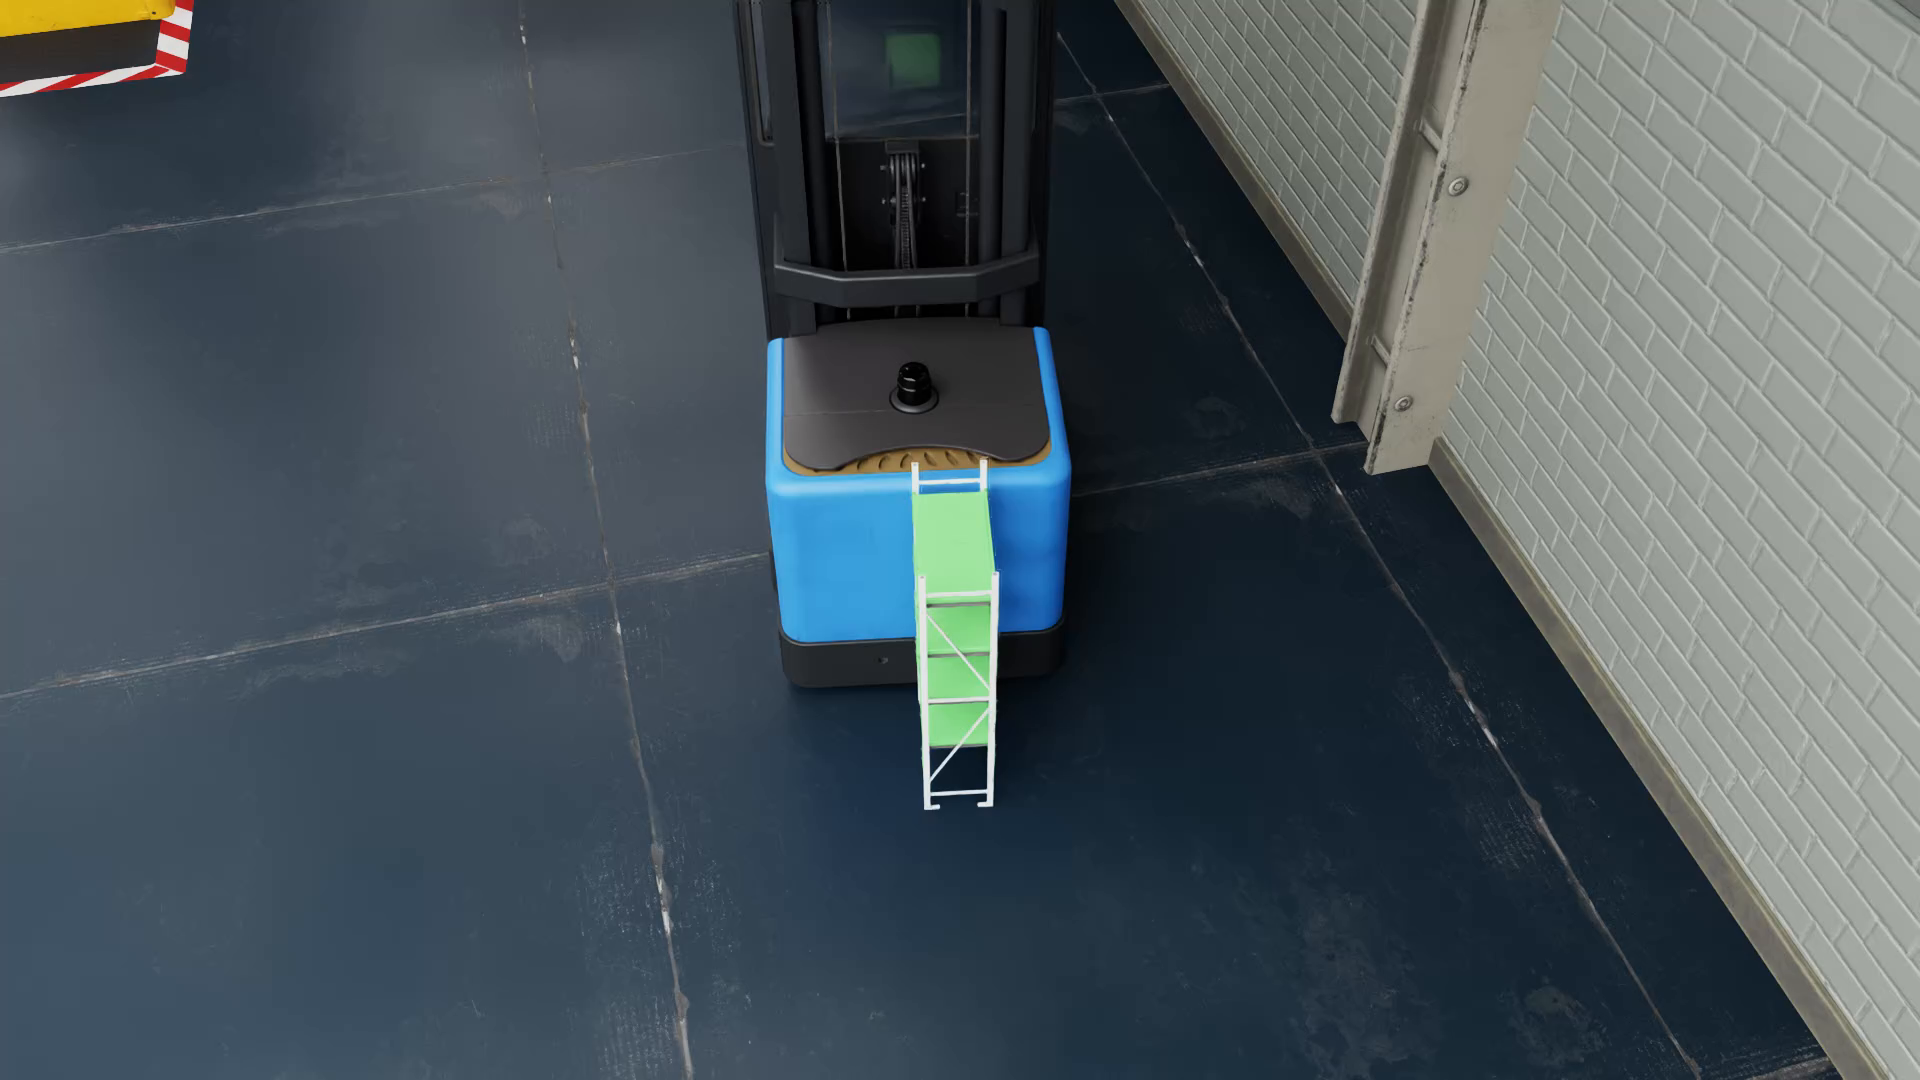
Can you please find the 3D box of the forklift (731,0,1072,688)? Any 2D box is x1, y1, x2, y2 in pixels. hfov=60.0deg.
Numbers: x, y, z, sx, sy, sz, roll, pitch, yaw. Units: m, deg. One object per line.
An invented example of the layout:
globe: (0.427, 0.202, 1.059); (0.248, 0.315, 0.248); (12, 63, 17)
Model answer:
forklift: (-0.233, -1.531, 6.199); (1.130, 2.935, 3.031); (-3, 46, -3)

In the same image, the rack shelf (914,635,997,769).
rack shelf: (-0.019, 0.554, 5.788); (0.258, 0.148, 0.480); (-3, 46, -3)

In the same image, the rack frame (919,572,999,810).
rack frame: (-0.004, 0.520, 5.400); (0.240, 1.200, 0.015); (-3, 46, -3)

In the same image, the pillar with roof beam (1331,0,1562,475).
pillar with roof beam: (-2.339, -2.801, 3.194); (9.100, 9.000, 0.400); (-11, 47, -10)

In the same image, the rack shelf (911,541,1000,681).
rack shelf: (-0.019, 0.222, 5.441); (0.258, 0.148, 0.480); (-3, 46, -3)

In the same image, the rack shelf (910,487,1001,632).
rack shelf: (-0.019, 0.057, 5.268); (0.258, 0.148, 0.480); (-3, 46, -3)

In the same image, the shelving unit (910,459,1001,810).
shelving unit: (-0.019, 0.344, 5.568); (0.258, 1.200, 0.503); (-3, 46, -3)

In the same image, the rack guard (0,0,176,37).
rack guard: (-5.224, -3.252, 9.587); (1.175, 0.500, 0.348); (-11, 47, -10)

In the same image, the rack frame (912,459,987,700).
rack frame: (-0.034, 0.168, 5.737); (0.240, 1.200, 0.015); (-3, 46, -3)

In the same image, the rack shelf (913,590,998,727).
rack shelf: (-0.019, 0.388, 5.614); (0.258, 0.148, 0.480); (-3, 46, -3)
